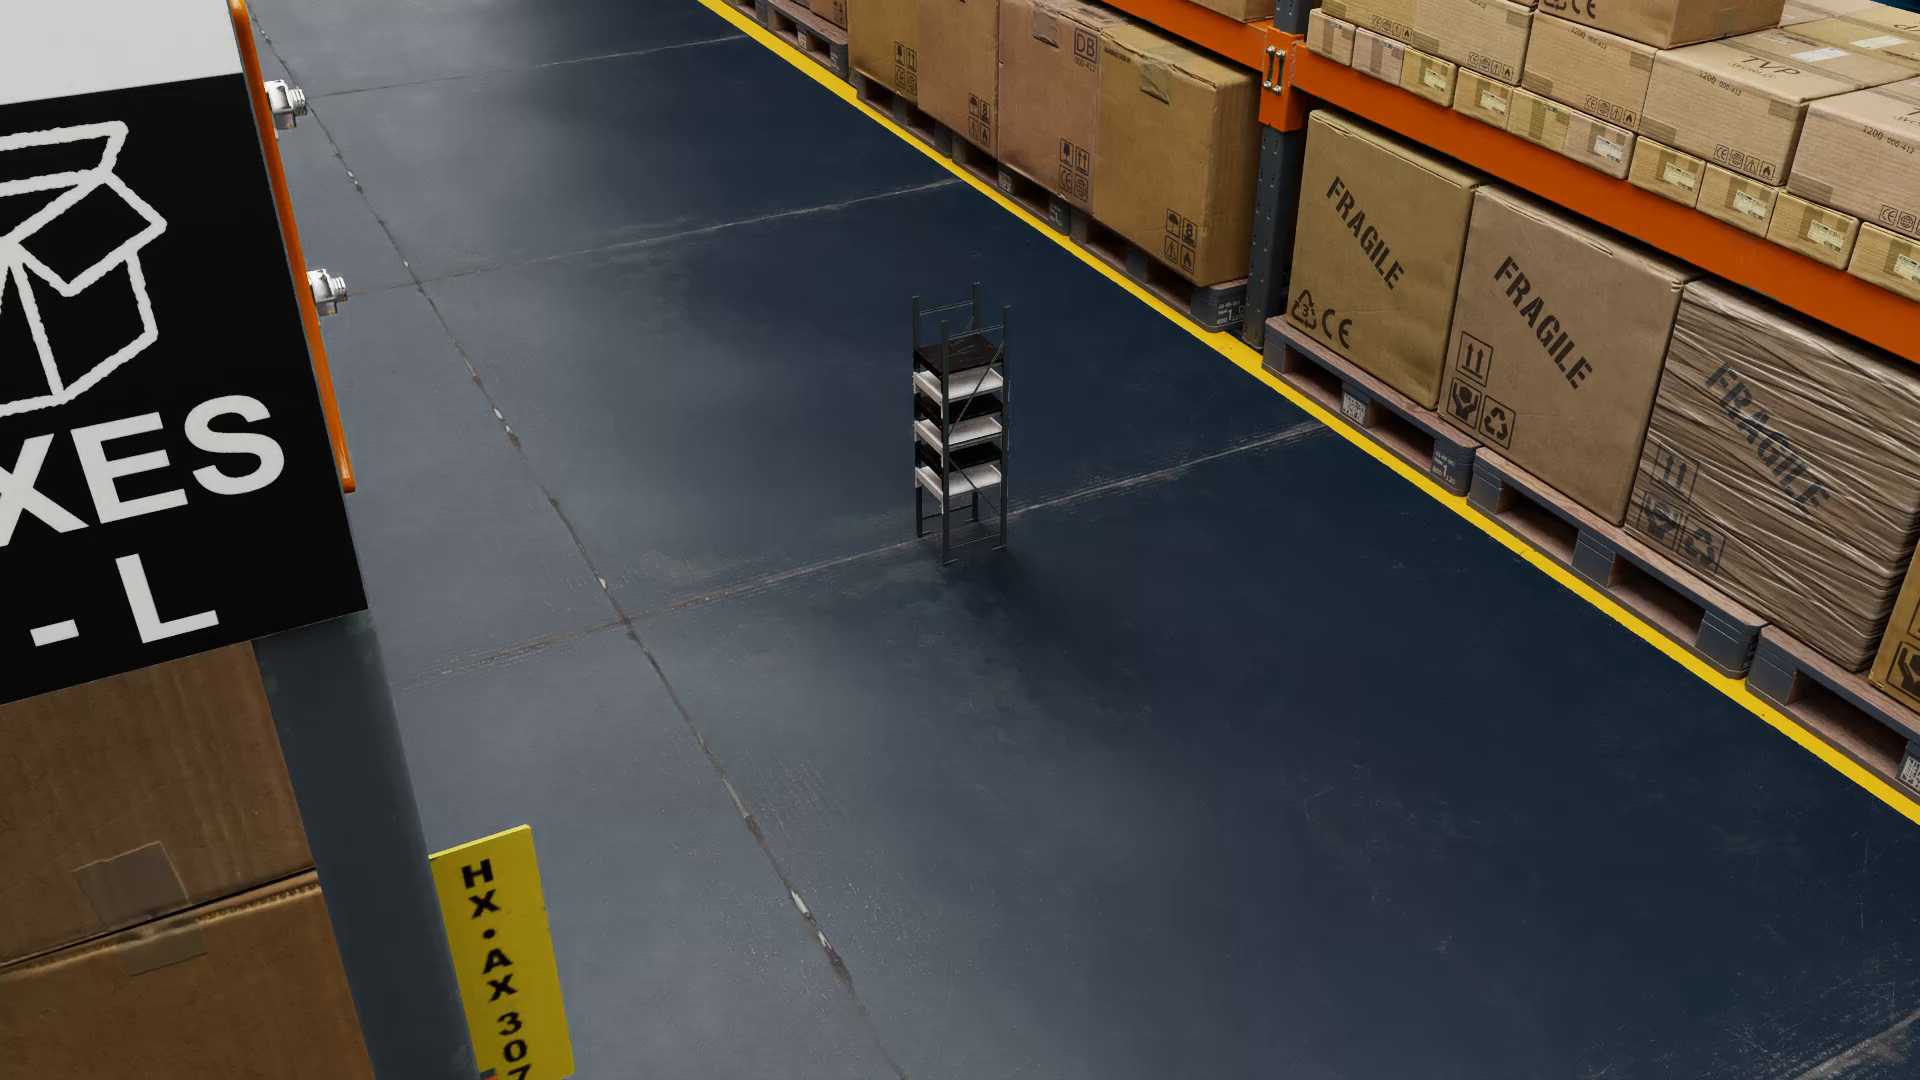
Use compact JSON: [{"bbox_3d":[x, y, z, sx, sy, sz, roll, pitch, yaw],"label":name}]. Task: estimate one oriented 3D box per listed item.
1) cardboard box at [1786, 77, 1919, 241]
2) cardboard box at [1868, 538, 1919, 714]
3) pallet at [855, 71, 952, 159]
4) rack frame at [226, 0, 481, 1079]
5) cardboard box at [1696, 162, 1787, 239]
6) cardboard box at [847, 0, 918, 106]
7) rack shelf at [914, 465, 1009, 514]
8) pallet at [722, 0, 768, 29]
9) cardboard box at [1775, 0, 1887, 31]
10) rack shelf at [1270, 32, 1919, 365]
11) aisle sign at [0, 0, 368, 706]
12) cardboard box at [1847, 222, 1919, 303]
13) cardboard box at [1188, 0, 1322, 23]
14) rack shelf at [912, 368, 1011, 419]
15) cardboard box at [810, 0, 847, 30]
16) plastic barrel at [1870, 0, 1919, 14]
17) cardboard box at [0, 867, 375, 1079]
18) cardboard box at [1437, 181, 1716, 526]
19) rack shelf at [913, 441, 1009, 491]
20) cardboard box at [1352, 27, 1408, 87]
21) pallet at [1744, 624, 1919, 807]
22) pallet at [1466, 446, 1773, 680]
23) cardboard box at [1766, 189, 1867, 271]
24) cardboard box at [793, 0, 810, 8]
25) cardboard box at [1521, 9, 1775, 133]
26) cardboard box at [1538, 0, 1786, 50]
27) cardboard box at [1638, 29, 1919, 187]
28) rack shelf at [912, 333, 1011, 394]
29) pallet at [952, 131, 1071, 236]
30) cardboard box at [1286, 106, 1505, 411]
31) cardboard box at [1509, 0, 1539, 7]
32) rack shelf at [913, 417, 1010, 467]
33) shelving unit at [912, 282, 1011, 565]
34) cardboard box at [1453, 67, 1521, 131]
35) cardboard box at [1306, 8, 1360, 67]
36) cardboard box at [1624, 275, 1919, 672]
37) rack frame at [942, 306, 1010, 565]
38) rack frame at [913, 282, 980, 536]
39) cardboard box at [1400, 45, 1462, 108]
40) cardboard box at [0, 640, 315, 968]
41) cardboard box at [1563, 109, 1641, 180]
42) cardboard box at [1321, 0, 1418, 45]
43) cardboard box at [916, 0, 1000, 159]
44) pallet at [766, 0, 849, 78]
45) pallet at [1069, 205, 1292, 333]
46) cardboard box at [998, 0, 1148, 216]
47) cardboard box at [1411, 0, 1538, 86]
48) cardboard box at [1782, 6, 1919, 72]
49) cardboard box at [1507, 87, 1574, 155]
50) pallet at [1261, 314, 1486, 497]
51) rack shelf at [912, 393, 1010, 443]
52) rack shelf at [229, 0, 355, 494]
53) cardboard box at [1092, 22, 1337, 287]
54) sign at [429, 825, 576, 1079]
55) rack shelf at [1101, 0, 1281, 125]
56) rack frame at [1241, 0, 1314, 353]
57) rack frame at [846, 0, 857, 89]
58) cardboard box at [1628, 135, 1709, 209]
[{"bbox_3d":[2.596,-1.008,4.406,0.500,0.250,0.500,-17,36,-25],"label":"cardboard box"},{"bbox_3d":[3.161,0.136,4.338,0.875,0.875,0.875,-16,36,-23],"label":"cardboard box"},{"bbox_3d":[0.101,-2.545,9.527,1.003,0.211,1.213,-16,36,-23],"label":"pallet"},{"bbox_3d":[-0.902,0.902,1.562,0.949,2.616,0.053,-16,36,-23],"label":"rack frame"},{"bbox_3d":[2.360,-1.007,4.775,0.380,0.149,0.250,-15,36,-22],"label":"cardboard box"},{"bbox_3d":[0.103,-3.062,9.329,1.225,0.875,0.875,-18,37,-25],"label":"cardboard box"},{"bbox_3d":[0.004,-0.195,5.616,0.258,0.077,0.200,-16,36,-23],"label":"rack shelf"},{"bbox_3d":[-1.128,-3.895,11.634,1.003,0.211,1.213,-16,36,-23],"label":"pallet"},{"bbox_3d":[2.584,-1.633,5.382,0.500,0.250,0.500,-15,36,-22],"label":"cardboard box"},{"bbox_3d":[2.597,-0.948,5.116,1.077,0.370,4.000,-16,36,-23],"label":"rack shelf"},{"bbox_3d":[-0.606,-0.232,0.922,0.394,0.787,0.004,-16,36,-23],"label":"aisle sign"},{"bbox_3d":[2.595,-0.765,4.396,0.380,0.149,0.250,-17,36,-24],"label":"cardboard box"},{"bbox_3d":[1.205,-2.402,6.626,0.500,0.500,0.500,-16,36,-23],"label":"cardboard box"},{"bbox_3d":[0.004,-0.499,5.422,0.258,0.077,0.200,-16,36,-23],"label":"rack shelf"},{"bbox_3d":[-0.530,-3.562,10.438,0.700,0.500,0.500,-18,37,-26],"label":"cardboard box"},{"bbox_3d":[5.478,-3.346,9.749,0.600,0.901,0.708,-16,36,-23],"label":"plastic barrel"},{"bbox_3d":[-0.870,0.452,1.896,0.500,0.500,0.500,-14,35,-21],"label":"cardboard box"},{"bbox_3d":[2.321,-0.723,5.678,0.875,0.875,0.875,-16,36,-23],"label":"cardboard box"},{"bbox_3d":[0.004,-0.271,5.568,0.258,0.077,0.200,-16,36,-23],"label":"rack shelf"},{"bbox_3d":[1.631,-1.750,5.933,0.380,0.149,0.250,-17,36,-25],"label":"cardboard box"},{"bbox_3d":[3.088,0.516,4.749,1.003,0.211,1.213,-16,36,-23],"label":"pallet"},{"bbox_3d":[2.523,-0.066,5.657,1.003,0.211,1.213,-16,36,-23],"label":"pallet"},{"bbox_3d":[2.474,-0.889,4.589,0.380,0.149,0.250,-16,36,-23],"label":"cardboard box"},{"bbox_3d":[-0.800,-3.823,10.846,0.700,0.500,0.500,-19,37,-27],"label":"cardboard box"},{"bbox_3d":[2.126,-1.493,5.163,0.500,0.250,0.500,-15,36,-22],"label":"cardboard box"},{"bbox_3d":[2.131,-1.806,4.957,0.500,0.500,0.500,-17,36,-25],"label":"cardboard box"},{"bbox_3d":[2.349,-1.256,4.793,0.500,0.250,0.500,-16,36,-23],"label":"cardboard box"},{"bbox_3d":[0.004,-0.574,5.374,0.258,0.077,0.200,-16,36,-23],"label":"rack shelf"},{"bbox_3d":[0.666,-1.964,8.619,1.003,0.211,1.213,-16,36,-23],"label":"pallet"},{"bbox_3d":[1.902,-1.153,6.349,0.875,0.875,0.875,-16,36,-23],"label":"cardboard box"},{"bbox_3d":[1.885,-2.054,5.343,0.500,0.500,0.500,-16,36,-23],"label":"cardboard box"},{"bbox_3d":[0.004,-0.347,5.519,0.258,0.077,0.200,-16,36,-23],"label":"rack shelf"},{"bbox_3d":[0.004,-0.375,5.501,0.258,0.900,0.210,-16,36,-23],"label":"shelving unit"},{"bbox_3d":[1.879,-1.499,5.542,0.380,0.149,0.250,-17,36,-24],"label":"cardboard box"},{"bbox_3d":[1.509,-1.875,6.129,0.380,0.149,0.250,-16,36,-23],"label":"cardboard box"},{"bbox_3d":[2.736,-0.298,5.015,0.875,0.875,0.875,-16,36,-23],"label":"cardboard box"},{"bbox_3d":[0.051,-0.327,5.425,0.240,0.900,0.006,-16,36,-23],"label":"rack frame"},{"bbox_3d":[-0.044,-0.424,5.577,0.240,0.900,0.006,-16,36,-23],"label":"rack frame"},{"bbox_3d":[1.754,-1.624,5.737,0.380,0.149,0.250,-15,35,-22],"label":"cardboard box"},{"bbox_3d":[-0.880,0.033,1.622,0.500,0.500,0.500,-16,36,-23],"label":"cardboard box"},{"bbox_3d":[2.113,-1.256,5.163,0.380,0.149,0.250,-15,36,-23],"label":"cardboard box"},{"bbox_3d":[1.652,-1.977,5.919,0.500,0.250,0.500,-17,36,-24],"label":"cardboard box"},{"bbox_3d":[0.512,-2.635,8.662,1.225,0.875,0.875,-16,36,-23],"label":"cardboard box"},{"bbox_3d":[-0.563,-3.314,10.726,1.003,0.211,1.213,-16,36,-23],"label":"pallet"},{"bbox_3d":[1.238,-1.381,7.709,1.003,0.211,1.213,-16,36,-23],"label":"pallet"},{"bbox_3d":[0.931,-2.214,8.006,1.225,0.875,0.875,-17,36,-25],"label":"cardboard box"},{"bbox_3d":[1.880,-1.739,5.547,0.500,0.250,0.500,-16,36,-23],"label":"cardboard box"},{"bbox_3d":[2.818,-1.390,5.003,0.500,0.250,0.500,-17,36,-24],"label":"cardboard box"},{"bbox_3d":[1.998,-1.377,5.351,0.380,0.149,0.250,-16,36,-24],"label":"cardboard box"},{"bbox_3d":[1.950,-0.649,6.567,1.003,0.211,1.213,-16,36,-23],"label":"pallet"},{"bbox_3d":[0.004,-0.423,5.471,0.258,0.077,0.200,-16,36,-23],"label":"rack shelf"},{"bbox_3d":[-1.838,-1.012,2.435,1.077,0.370,4.000,-16,36,-23],"label":"rack shelf"},{"bbox_3d":[1.349,-1.788,7.341,1.225,0.875,0.875,-16,36,-23],"label":"cardboard box"},{"bbox_3d":[-0.425,0.402,1.540,0.100,0.325,0.005,-16,36,-23],"label":"sign"},{"bbox_3d":[0.732,-2.857,8.096,1.077,0.370,4.000,-16,36,-23],"label":"rack shelf"},{"bbox_3d":[1.665,-2.205,6.412,1.000,3.000,0.127,-16,36,-23],"label":"rack frame"},{"bbox_3d":[-0.200,-4.114,9.391,1.000,3.000,0.127,-16,36,-23],"label":"rack frame"},{"bbox_3d":[2.237,-1.131,4.968,0.380,0.149,0.250,-17,36,-24],"label":"cardboard box"}]
